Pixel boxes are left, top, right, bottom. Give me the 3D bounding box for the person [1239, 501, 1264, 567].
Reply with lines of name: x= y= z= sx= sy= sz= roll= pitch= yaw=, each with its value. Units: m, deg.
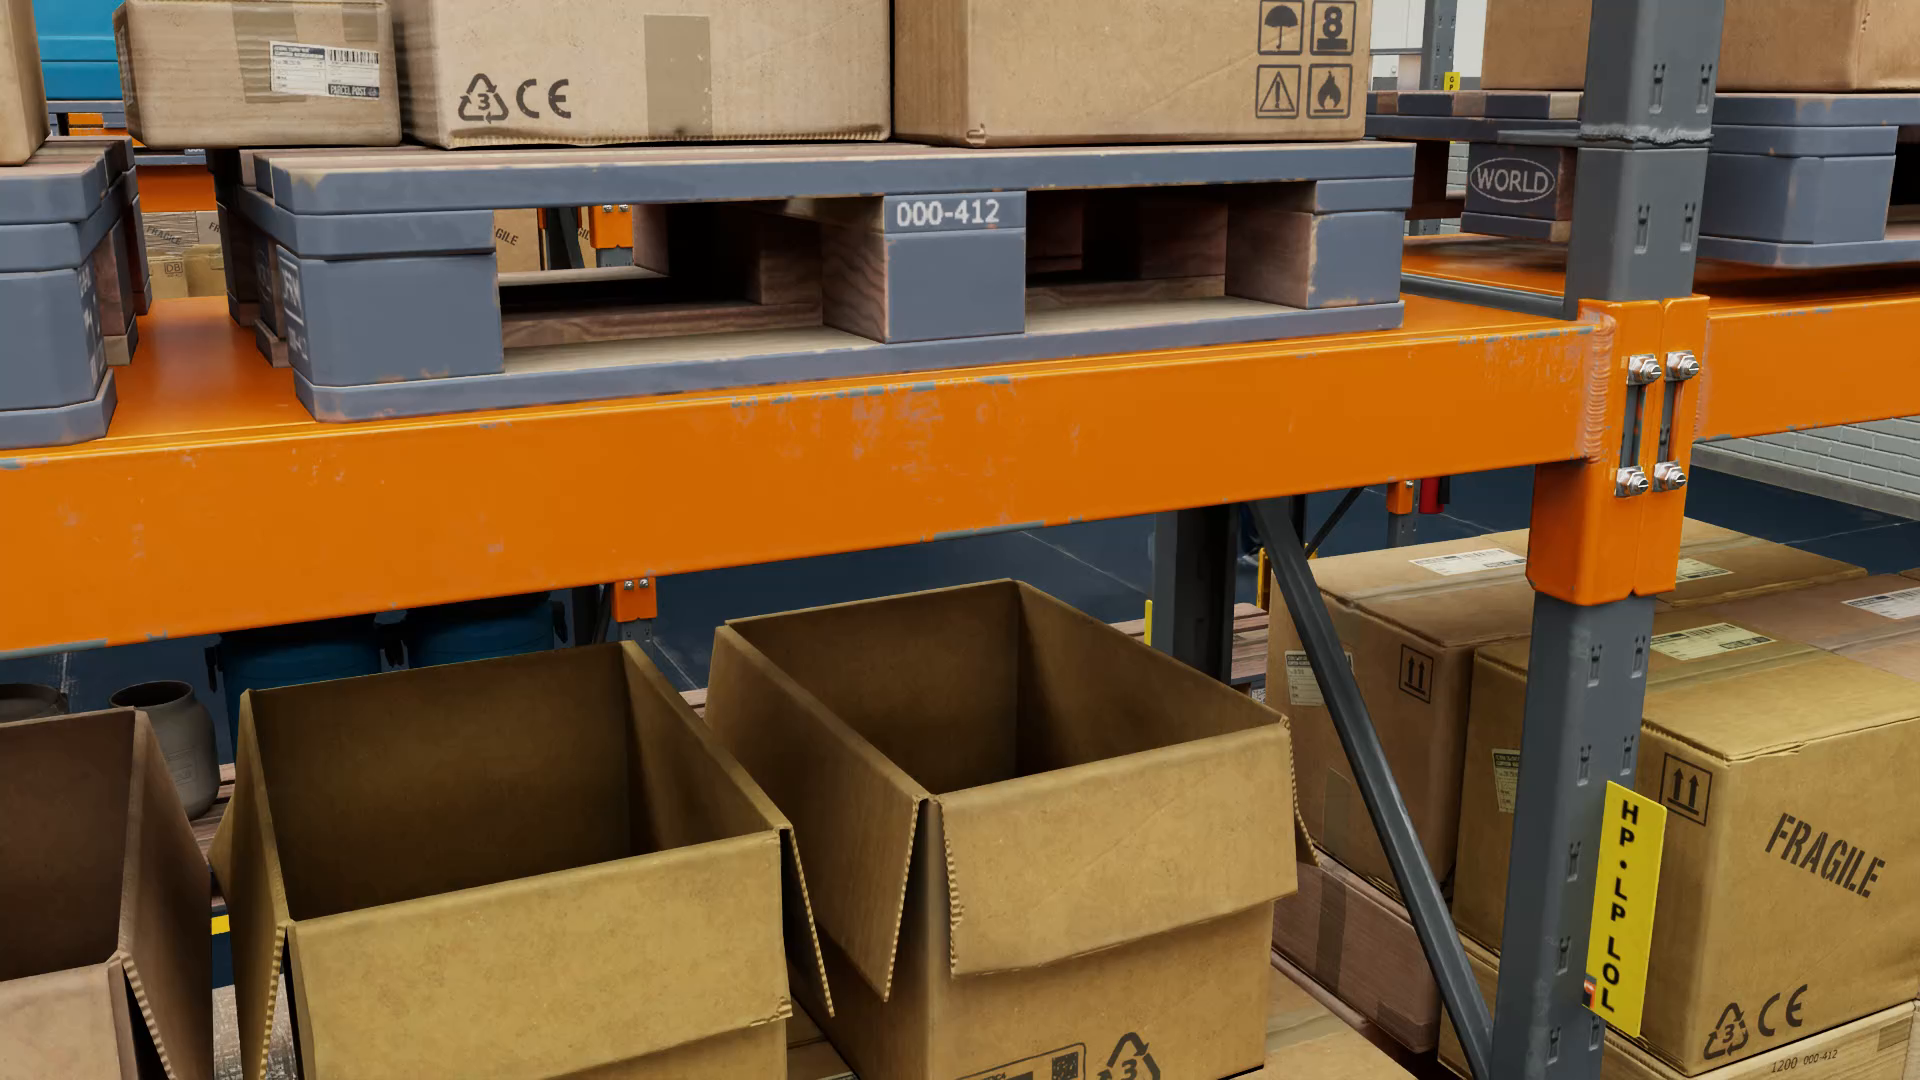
person: x=1.794 y=-0.522 z=10.445 sx=0.633 sy=1.615 sz=0.486 roll=-4 pitch=16 yaw=-15
